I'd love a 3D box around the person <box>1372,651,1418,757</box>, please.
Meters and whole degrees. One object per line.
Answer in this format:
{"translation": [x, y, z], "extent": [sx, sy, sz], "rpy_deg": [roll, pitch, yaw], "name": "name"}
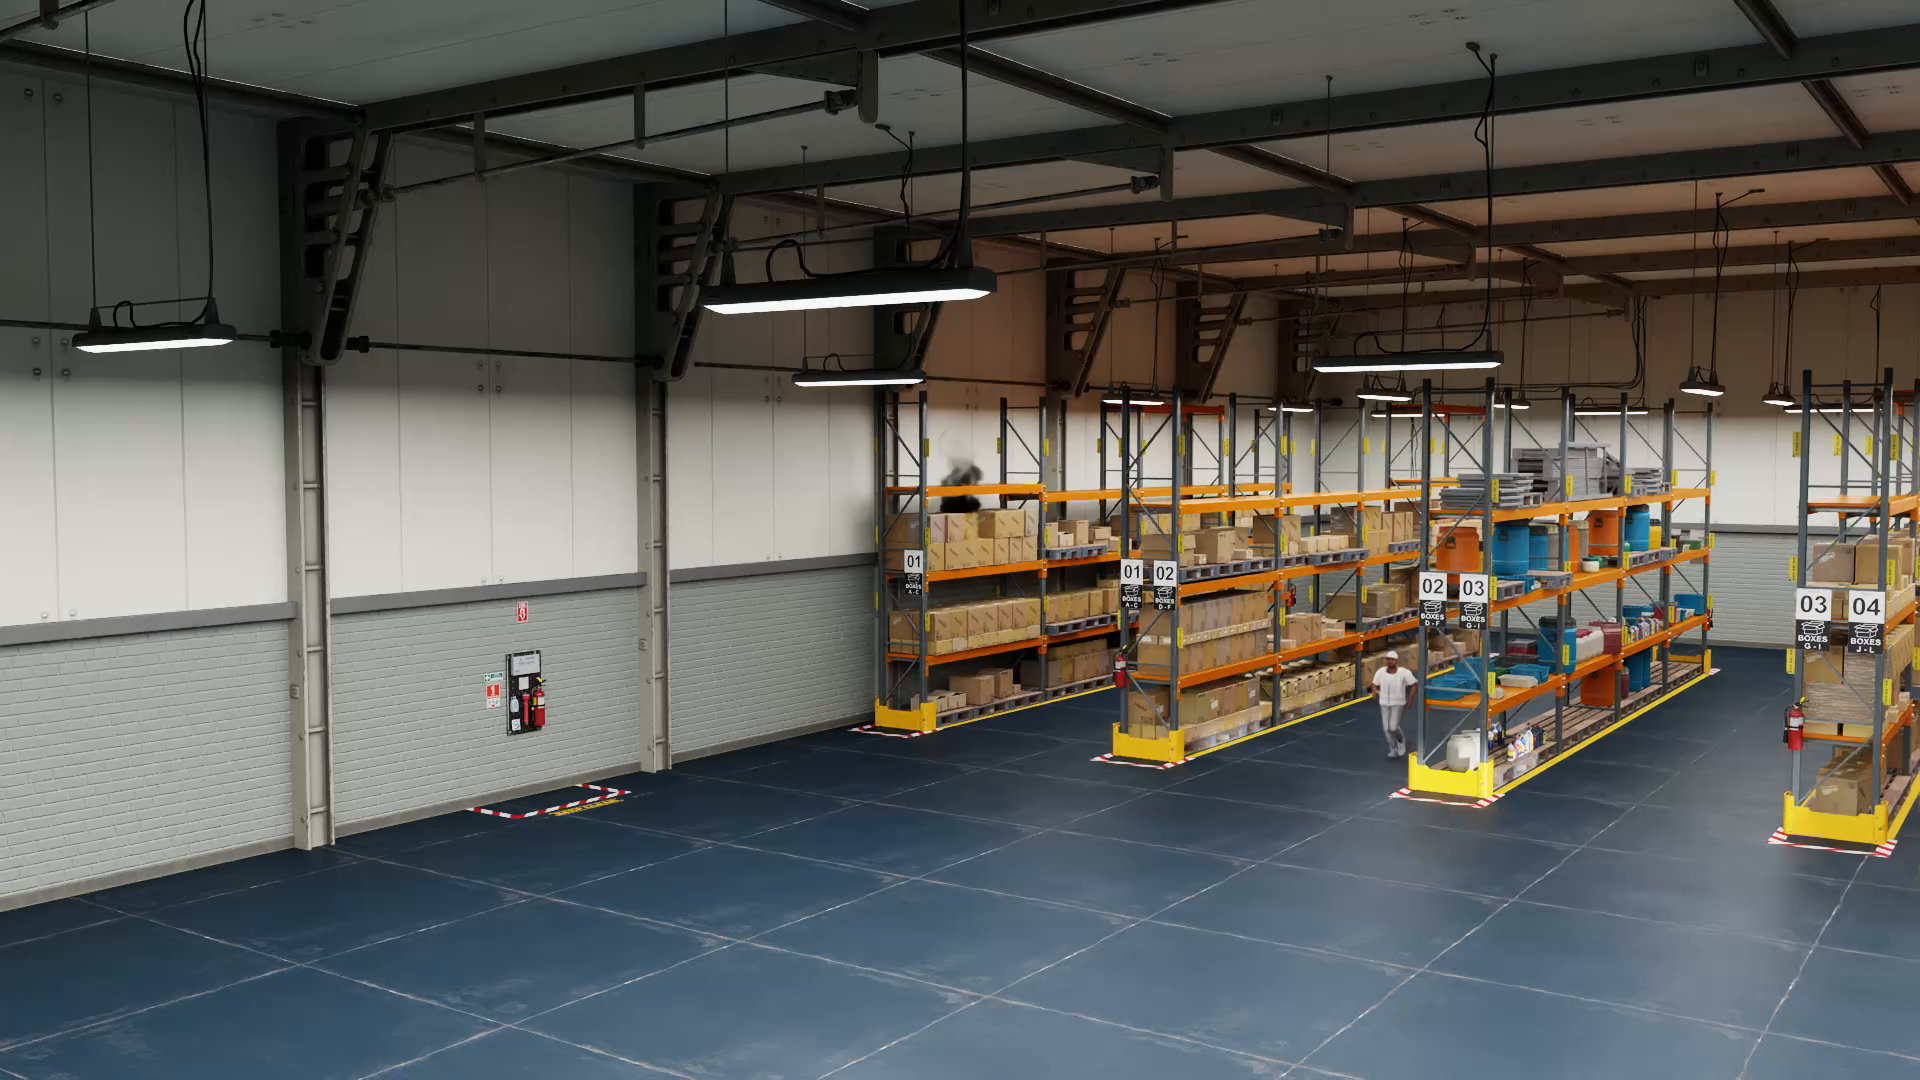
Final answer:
{"translation": [6.927, 2.644, 26.746], "extent": [0.698, 1.724, 0.577], "rpy_deg": [2, 4, 37], "name": "person"}
